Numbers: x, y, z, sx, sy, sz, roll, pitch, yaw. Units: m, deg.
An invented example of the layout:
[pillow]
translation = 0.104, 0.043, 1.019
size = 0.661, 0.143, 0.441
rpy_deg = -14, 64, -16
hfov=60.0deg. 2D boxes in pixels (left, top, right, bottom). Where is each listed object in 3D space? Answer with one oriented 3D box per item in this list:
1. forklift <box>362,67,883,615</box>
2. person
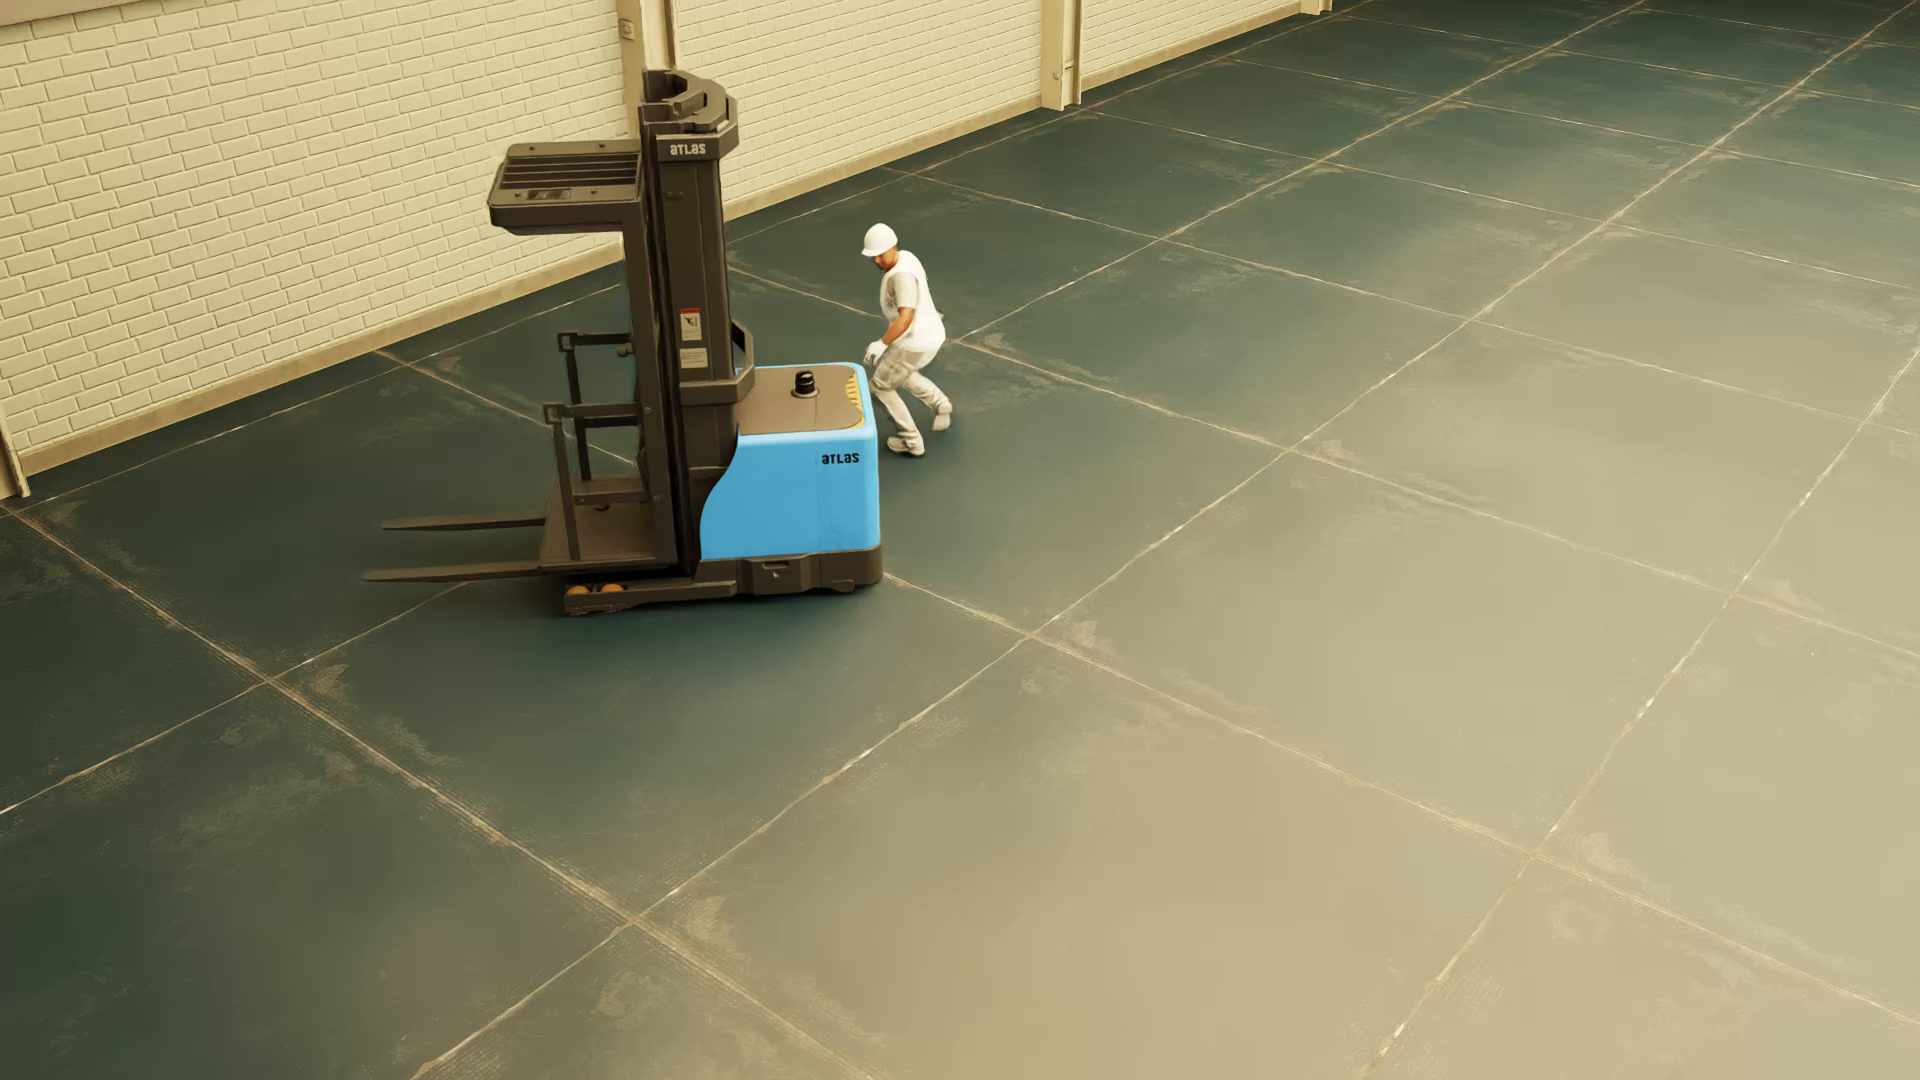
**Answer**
[forklift]
translation = -2.019, -1.108, 9.491
size = 3.031, 2.935, 1.130
rpy_deg = -4, 31, -6
[person]
translation = -0.342, -1.394, 11.363
size = 0.541, 1.625, 1.015
rpy_deg = 6, 31, 10
